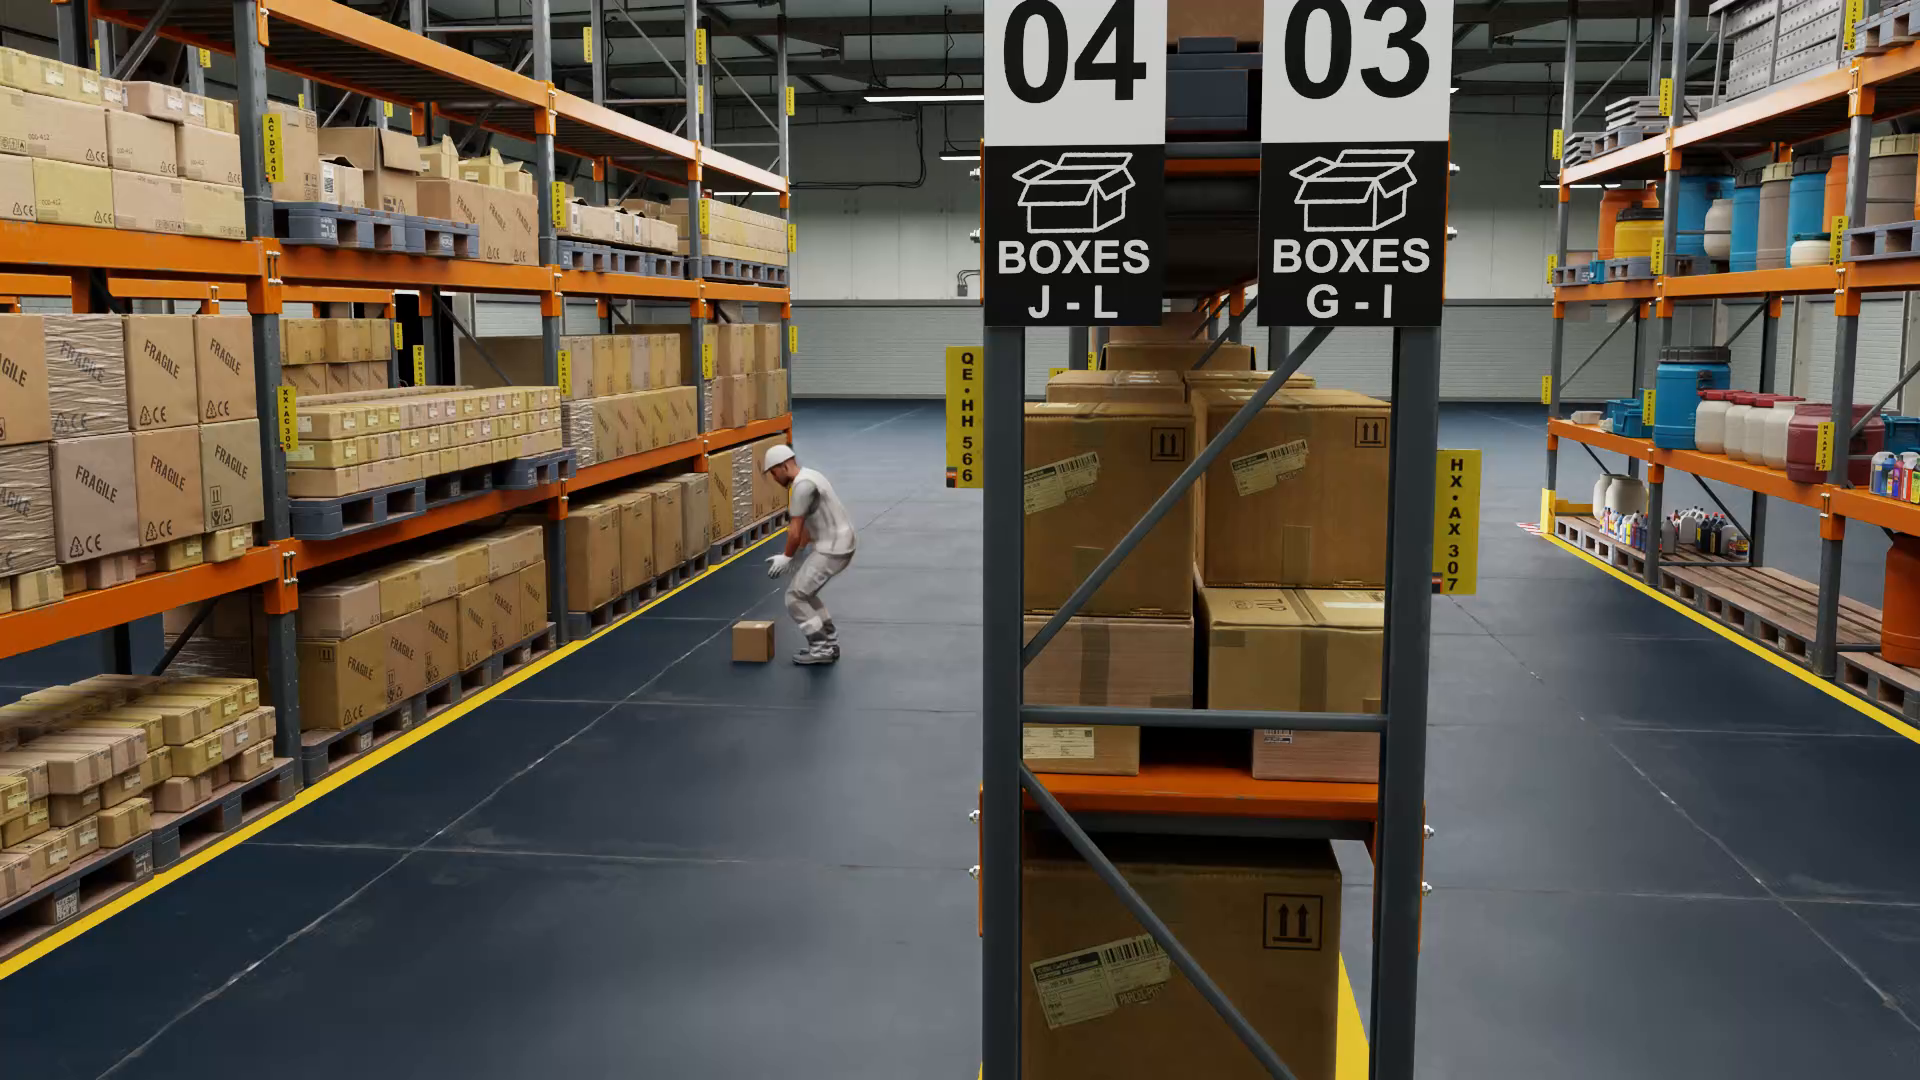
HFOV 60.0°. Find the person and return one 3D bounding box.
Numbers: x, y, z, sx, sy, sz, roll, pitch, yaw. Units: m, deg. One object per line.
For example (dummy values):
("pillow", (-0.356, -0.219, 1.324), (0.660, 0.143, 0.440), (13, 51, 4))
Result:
("person", (-1.076, 0.099, 11.842), (0.669, 1.555, 0.577), (1, 8, 7))
